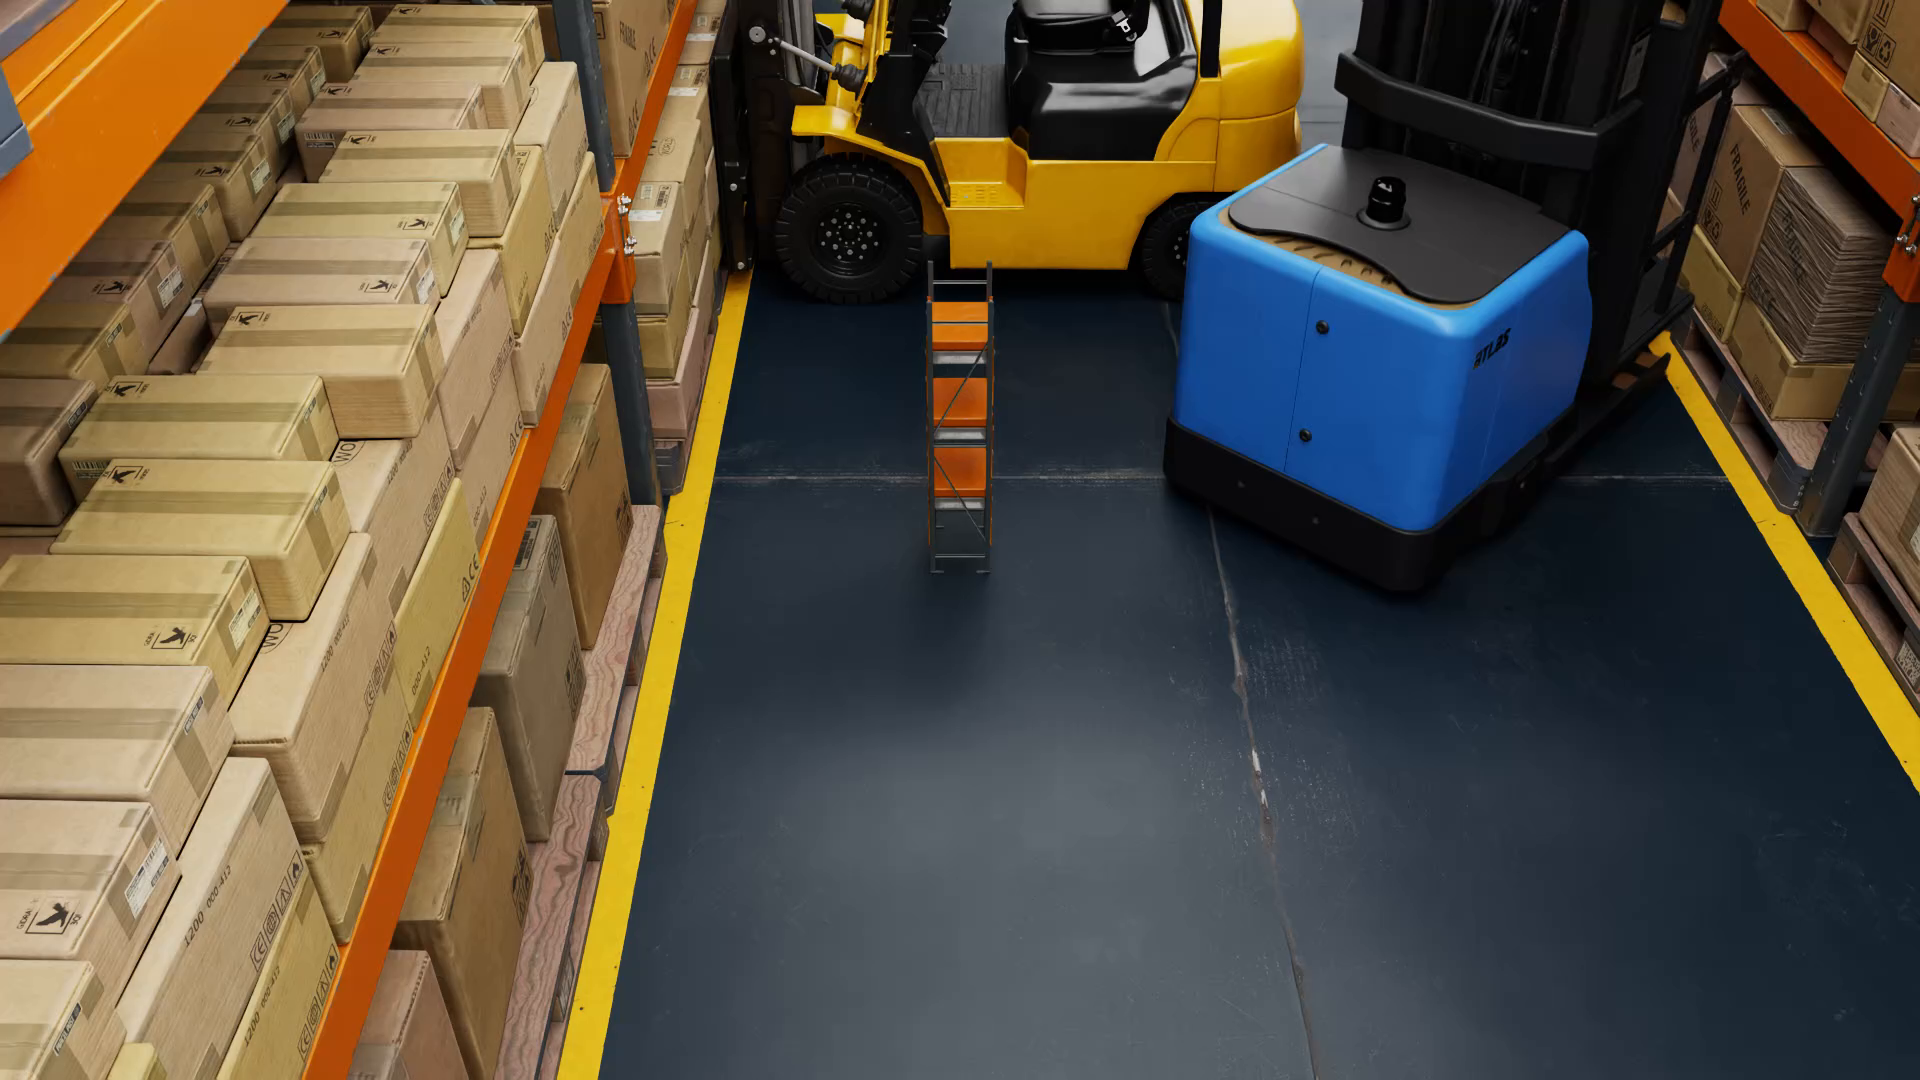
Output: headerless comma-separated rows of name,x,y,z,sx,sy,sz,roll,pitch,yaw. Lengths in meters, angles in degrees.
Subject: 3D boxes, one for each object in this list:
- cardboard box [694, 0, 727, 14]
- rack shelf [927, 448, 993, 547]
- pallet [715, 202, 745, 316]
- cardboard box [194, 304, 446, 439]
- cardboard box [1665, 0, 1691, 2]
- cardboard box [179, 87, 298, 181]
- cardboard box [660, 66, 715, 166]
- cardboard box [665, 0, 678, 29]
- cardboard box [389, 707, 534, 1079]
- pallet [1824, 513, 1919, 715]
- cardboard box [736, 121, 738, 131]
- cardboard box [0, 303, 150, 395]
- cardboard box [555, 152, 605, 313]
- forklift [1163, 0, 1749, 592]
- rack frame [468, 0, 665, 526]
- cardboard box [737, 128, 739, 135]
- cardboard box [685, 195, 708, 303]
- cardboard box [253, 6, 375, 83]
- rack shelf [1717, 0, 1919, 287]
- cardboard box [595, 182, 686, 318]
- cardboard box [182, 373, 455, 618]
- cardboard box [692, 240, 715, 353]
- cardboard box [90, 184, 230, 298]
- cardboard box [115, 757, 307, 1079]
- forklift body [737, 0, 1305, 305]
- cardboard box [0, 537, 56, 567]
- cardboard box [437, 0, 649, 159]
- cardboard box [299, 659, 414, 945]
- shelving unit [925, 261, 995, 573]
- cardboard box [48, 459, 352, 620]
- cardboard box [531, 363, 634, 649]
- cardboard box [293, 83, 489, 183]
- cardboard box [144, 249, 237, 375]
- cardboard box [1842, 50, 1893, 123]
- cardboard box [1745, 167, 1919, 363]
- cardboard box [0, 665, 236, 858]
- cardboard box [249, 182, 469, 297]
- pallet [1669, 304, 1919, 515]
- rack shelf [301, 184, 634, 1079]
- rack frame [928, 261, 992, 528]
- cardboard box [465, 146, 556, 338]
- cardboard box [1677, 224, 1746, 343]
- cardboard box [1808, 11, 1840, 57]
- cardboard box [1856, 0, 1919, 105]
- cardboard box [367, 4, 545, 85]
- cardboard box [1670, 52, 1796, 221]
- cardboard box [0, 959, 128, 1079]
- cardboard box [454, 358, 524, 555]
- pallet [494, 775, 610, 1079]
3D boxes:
cardboard box,-1.210,-2.266,7.242,0.500,0.250,0.500,0,39,1
rack shelf,0.000,-0.151,5.560,0.215,0.259,0.240,0,39,0
pallet,-1.498,-1.380,7.303,1.003,0.211,1.213,0,39,0
cardboard box,-1.204,-0.320,3.151,0.380,0.149,0.250,-1,39,-1
cardboard box,3.154,-2.250,7.422,0.500,0.500,0.500,-1,39,-2
cardboard box,-1.802,-0.954,3.943,0.380,0.149,0.250,0,39,0
cardboard box,-1.224,-1.620,6.437,0.500,0.250,0.500,1,39,1
cardboard box,-1.293,-2.165,5.973,0.500,0.500,0.500,0,39,0
cardboard box,-1.527,0.839,3.868,0.875,0.625,0.625,-2,39,-2
pallet,3.431,0.363,5.128,1.003,0.211,1.213,0,39,0
cardboard box,-1.218,-1.740,6.985,0.500,0.250,0.500,0,39,0
cardboard box,-1.794,-0.324,3.157,0.380,0.149,0.250,0,39,0
cardboard box,-1.273,-0.832,4.510,0.500,0.250,0.500,1,39,1
forklift,2.092,-1.810,5.665,1.130,2.935,3.031,30,47,32
rack frame,-1.535,-1.206,4.856,1.000,3.000,0.127,0,39,0
cardboard box,-1.217,-1.556,7.156,0.500,0.250,0.500,1,39,1
cardboard box,-1.229,-1.109,6.199,0.500,0.250,0.500,0,39,0
cardboard box,-1.749,-1.278,4.347,0.380,0.149,0.250,-1,39,-1
rack shelf,3.426,-2.182,6.649,1.077,0.370,4.000,0,39,0
cardboard box,-1.222,-0.989,5.649,0.500,0.250,0.500,-1,39,-1
cardboard box,-1.294,-0.078,3.169,0.500,0.250,0.500,0,39,1
cardboard box,-1.221,-0.917,6.358,0.500,0.250,0.500,-1,39,-1
cardboard box,-1.806,-0.638,3.549,0.380,0.149,0.250,0,39,0
cardboard box,-1.286,0.568,2.362,0.500,0.250,0.500,1,39,1
forklift body,0.287,-2.191,6.765,2.313,2.155,1.214,0,39,0
cardboard box,-1.809,0.245,2.765,0.500,0.250,0.500,0,39,0
cardboard box,-1.274,-1.522,5.171,0.500,0.500,0.500,-1,39,-1
cardboard box,-1.290,0.440,2.922,0.500,0.250,0.500,-1,39,-2
shelving unit,0.000,-0.376,5.380,0.215,1.050,0.252,0,39,0
cardboard box,-1.248,-0.003,2.756,0.380,0.149,0.250,1,39,1
cardboard box,-1.523,-0.117,5.060,0.875,0.625,0.625,2,39,2
cardboard box,-1.347,-0.970,3.963,0.380,0.149,0.250,0,39,0
cardboard box,-1.811,-0.389,3.557,0.500,0.250,0.500,-1,39,-1
cardboard box,3.116,-1.470,5.387,0.380,0.149,0.250,1,39,1
cardboard box,3.160,-0.965,5.819,0.500,0.500,0.500,-1,39,-1
cardboard box,-1.277,0.313,2.362,0.380,0.149,0.250,0,39,0
cardboard box,-1.276,-0.642,3.553,0.380,0.149,0.250,-1,39,-1
pallet,3.393,-0.543,6.259,1.003,0.211,1.213,0,39,0
rack shelf,-1.533,0.326,3.520,1.077,0.370,4.000,0,39,0
rack frame,0.000,-0.453,5.475,0.200,1.050,0.008,0,39,0
cardboard box,-1.271,-0.714,3.962,0.500,0.250,0.500,-1,39,-1
cardboard box,3.149,-1.005,6.468,0.500,0.250,0.500,-1,39,-1
cardboard box,3.208,-1.789,5.785,0.380,0.149,0.250,-1,39,-1
cardboard box,3.179,-1.644,5.085,0.500,0.500,0.500,-1,39,-1
cardboard box,-1.313,-1.284,4.355,0.380,0.149,0.250,1,39,2
cardboard box,3.156,-1.602,6.614,0.500,0.500,0.500,2,39,2
cardboard box,-1.238,0.637,1.958,0.380,0.149,0.250,1,39,1
cardboard box,-1.297,-0.207,3.730,0.500,0.250,0.500,0,39,0
pallet,-1.491,1.108,4.199,1.003,0.211,1.213,0,39,0
